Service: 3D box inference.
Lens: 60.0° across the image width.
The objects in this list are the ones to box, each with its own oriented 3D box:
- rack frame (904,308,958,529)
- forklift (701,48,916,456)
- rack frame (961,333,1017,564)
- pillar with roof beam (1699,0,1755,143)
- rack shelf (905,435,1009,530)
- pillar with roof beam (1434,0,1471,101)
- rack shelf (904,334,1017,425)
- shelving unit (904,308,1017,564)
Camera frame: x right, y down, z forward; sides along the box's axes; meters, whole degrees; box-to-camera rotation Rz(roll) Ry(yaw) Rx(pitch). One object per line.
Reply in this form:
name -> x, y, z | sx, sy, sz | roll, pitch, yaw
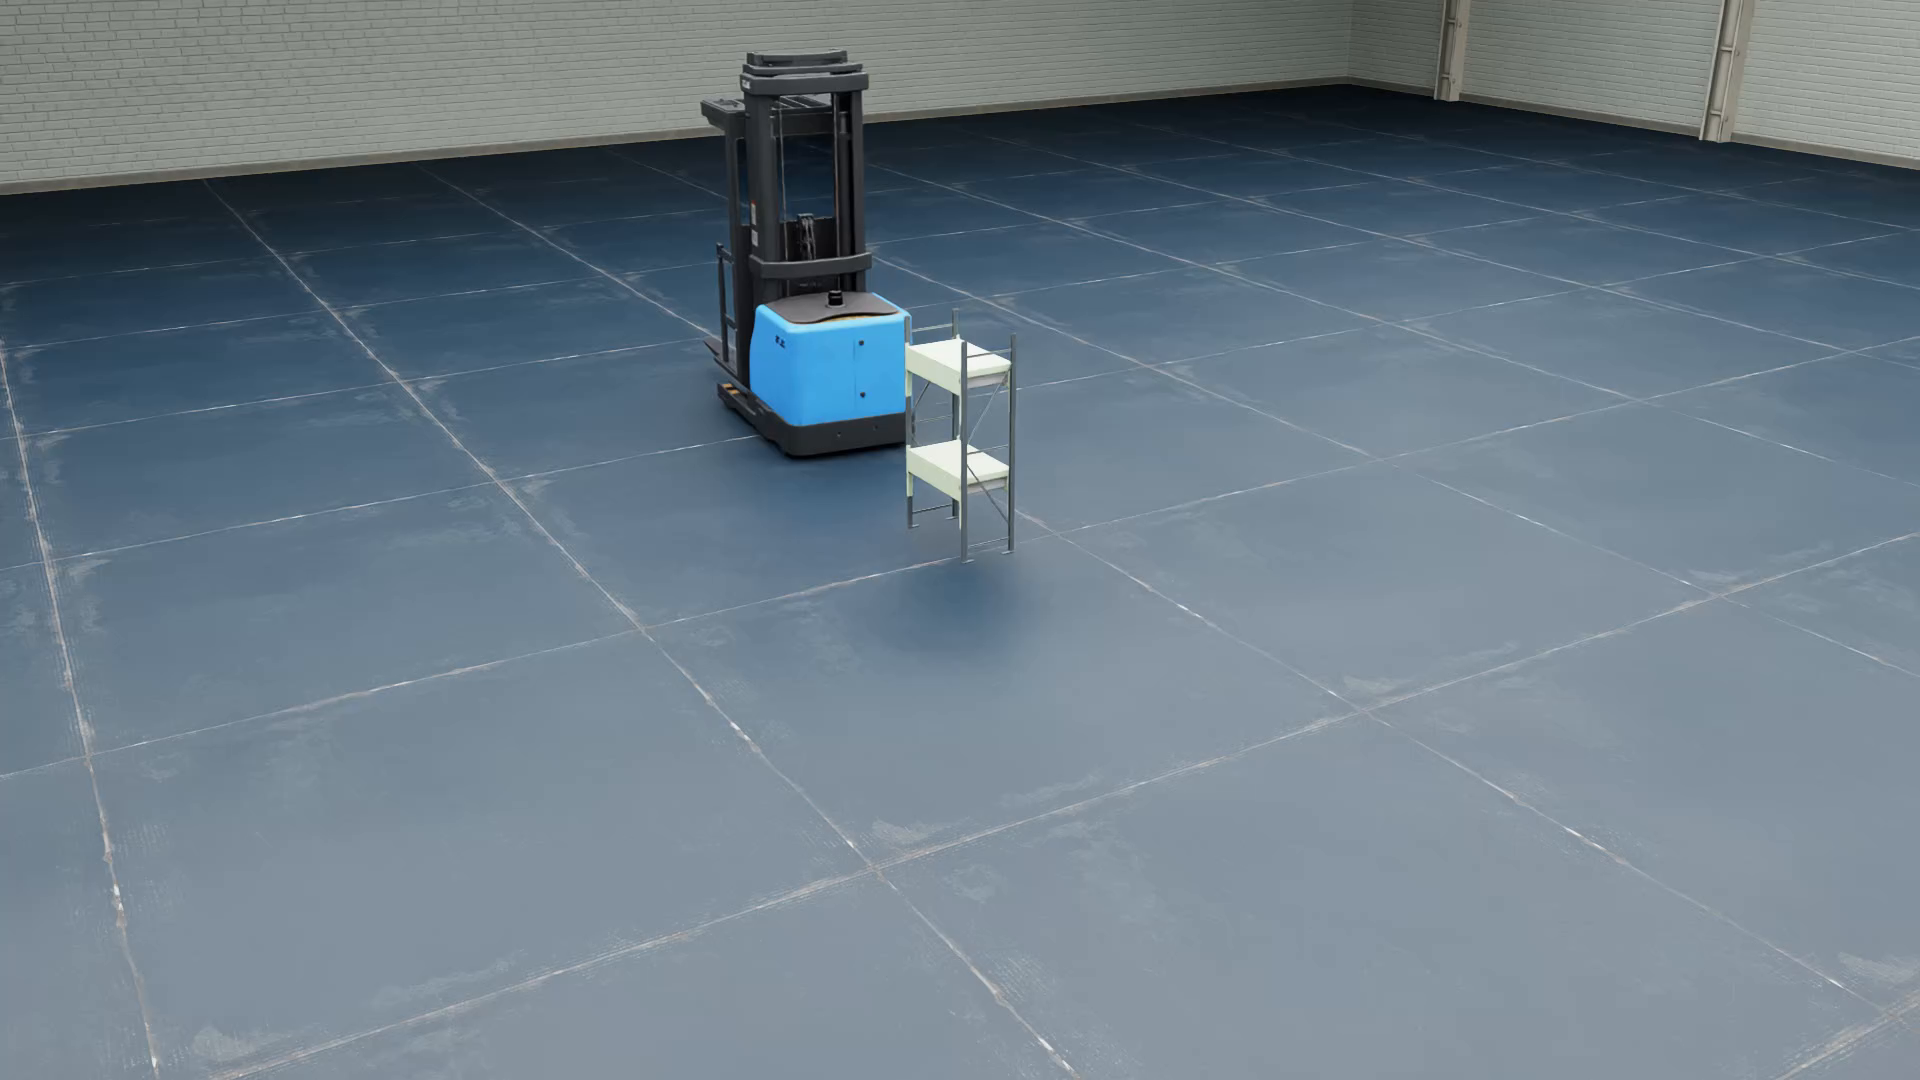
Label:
rack frame -> -0.190, -0.815, 11.326 | 0.400, 1.500, 0.023 | -13, 25, -28
forklift -> -1.419, -2.520, 13.619 | 1.130, 2.935, 3.031 | -10, 24, -22
rack frame -> 0.184, -0.578, 10.743 | 0.400, 1.500, 0.023 | -13, 25, -28
pillar with roof beam -> 8.856, -9.985, 23.927 | 9.100, 9.000, 0.400 | -13, 25, -28
rack shelf -> -0.003, -0.395, 11.157 | 0.431, 0.370, 0.720 | -13, 25, -28
pillar with roof beam -> 5.791, -11.927, 28.705 | 9.100, 9.000, 0.400 | -13, 25, -28
rack shelf -> -0.003, -1.058, 10.887 | 0.431, 0.370, 0.720 | -13, 25, -28
shelving unit -> -0.003, -0.697, 11.034 | 0.431, 1.500, 0.755 | -13, 25, -28
